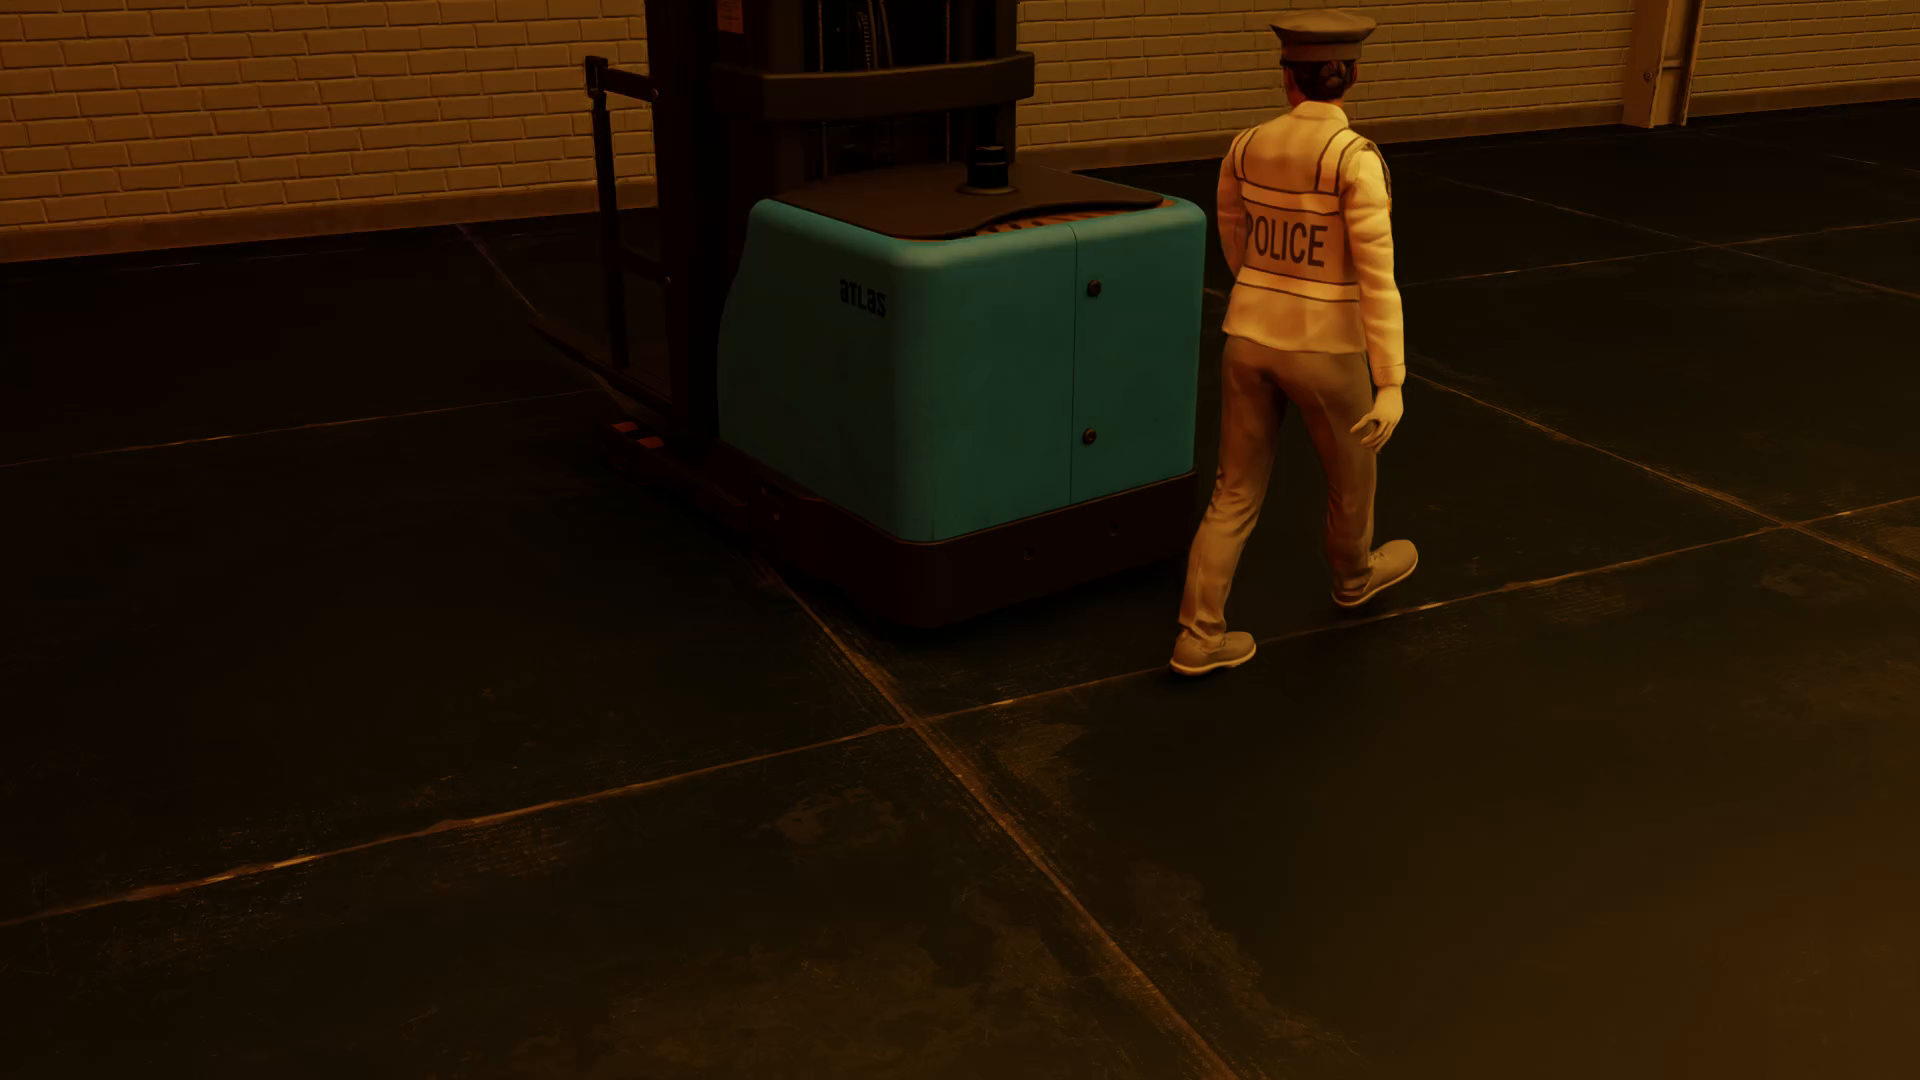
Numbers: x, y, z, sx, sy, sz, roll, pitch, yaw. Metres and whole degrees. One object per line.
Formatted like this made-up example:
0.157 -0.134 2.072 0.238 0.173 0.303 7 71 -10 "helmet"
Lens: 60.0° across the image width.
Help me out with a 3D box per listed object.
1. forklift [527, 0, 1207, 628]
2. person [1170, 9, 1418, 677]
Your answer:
-0.576 -1.628 5.205 1.130 2.935 3.031 -15 27 -33 "forklift"
0.916 -0.481 4.160 0.857 1.624 0.658 -21 30 -41 "person"
